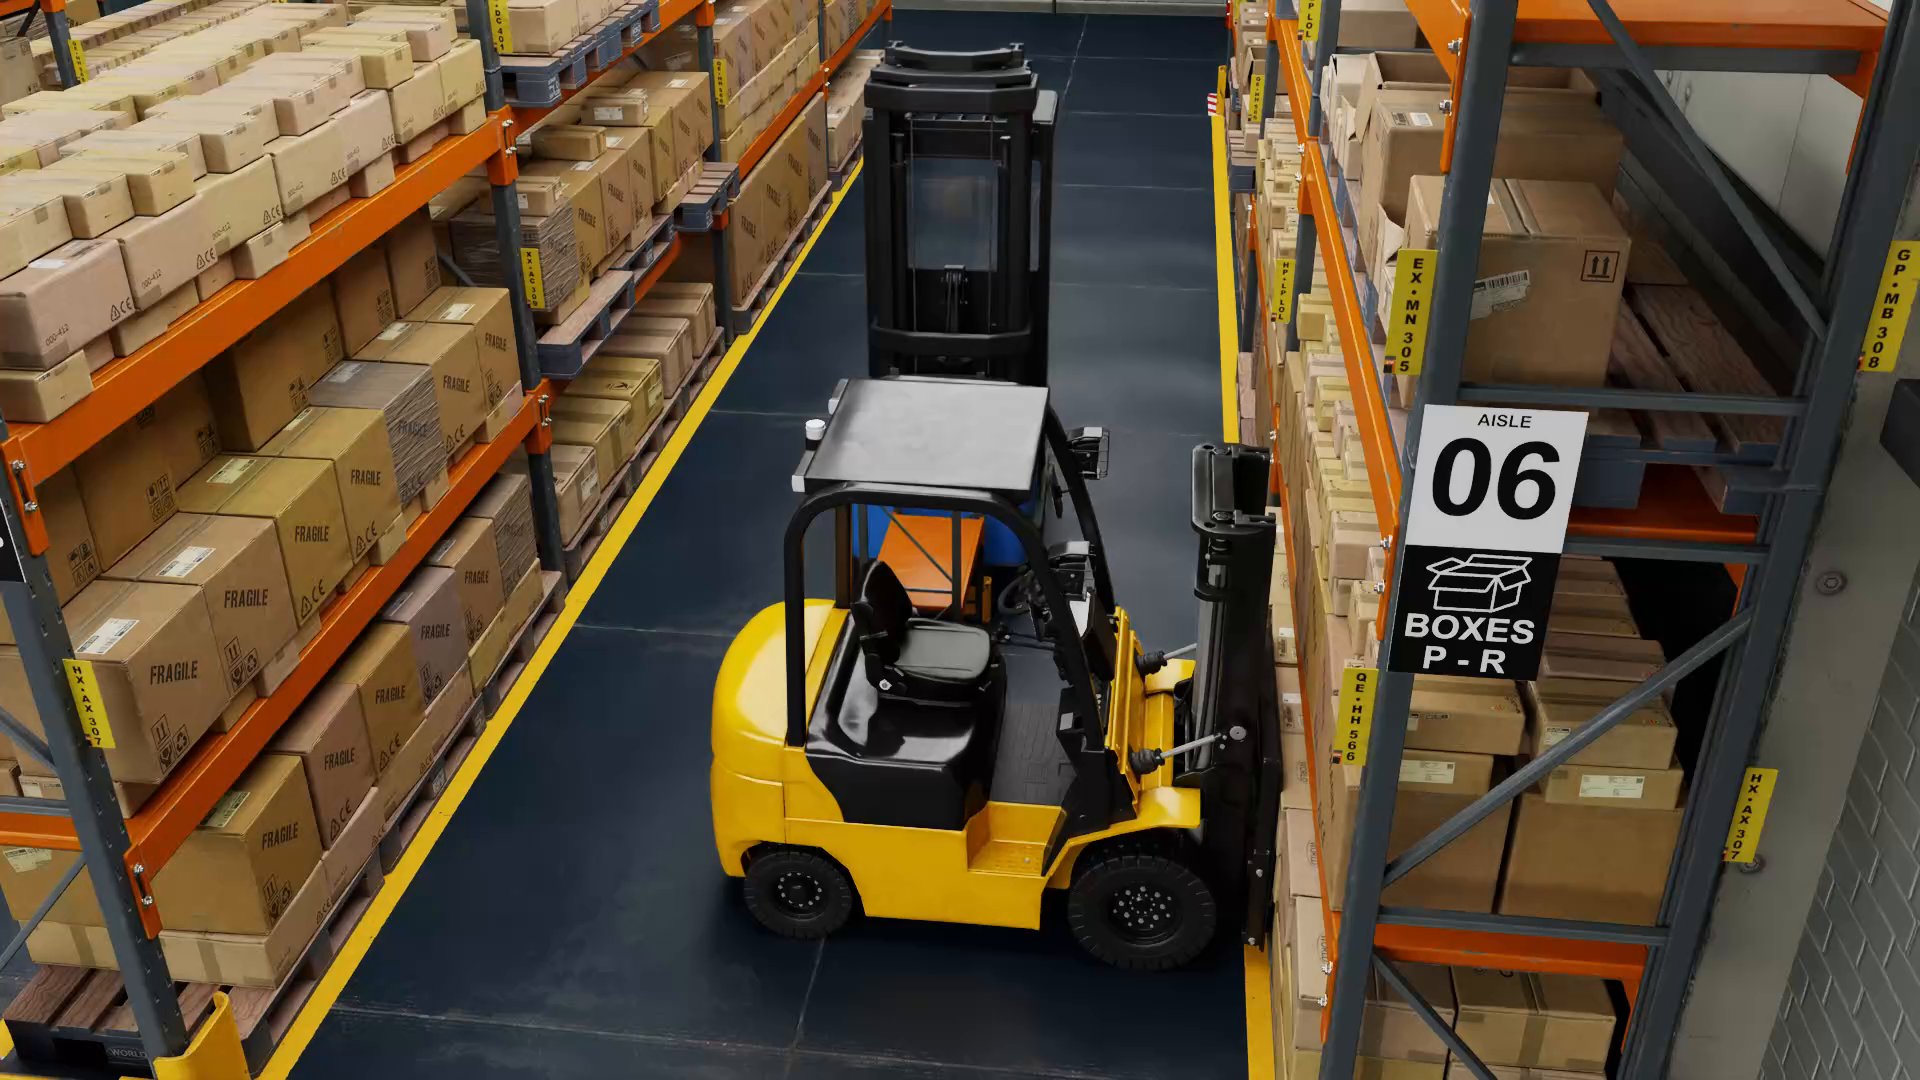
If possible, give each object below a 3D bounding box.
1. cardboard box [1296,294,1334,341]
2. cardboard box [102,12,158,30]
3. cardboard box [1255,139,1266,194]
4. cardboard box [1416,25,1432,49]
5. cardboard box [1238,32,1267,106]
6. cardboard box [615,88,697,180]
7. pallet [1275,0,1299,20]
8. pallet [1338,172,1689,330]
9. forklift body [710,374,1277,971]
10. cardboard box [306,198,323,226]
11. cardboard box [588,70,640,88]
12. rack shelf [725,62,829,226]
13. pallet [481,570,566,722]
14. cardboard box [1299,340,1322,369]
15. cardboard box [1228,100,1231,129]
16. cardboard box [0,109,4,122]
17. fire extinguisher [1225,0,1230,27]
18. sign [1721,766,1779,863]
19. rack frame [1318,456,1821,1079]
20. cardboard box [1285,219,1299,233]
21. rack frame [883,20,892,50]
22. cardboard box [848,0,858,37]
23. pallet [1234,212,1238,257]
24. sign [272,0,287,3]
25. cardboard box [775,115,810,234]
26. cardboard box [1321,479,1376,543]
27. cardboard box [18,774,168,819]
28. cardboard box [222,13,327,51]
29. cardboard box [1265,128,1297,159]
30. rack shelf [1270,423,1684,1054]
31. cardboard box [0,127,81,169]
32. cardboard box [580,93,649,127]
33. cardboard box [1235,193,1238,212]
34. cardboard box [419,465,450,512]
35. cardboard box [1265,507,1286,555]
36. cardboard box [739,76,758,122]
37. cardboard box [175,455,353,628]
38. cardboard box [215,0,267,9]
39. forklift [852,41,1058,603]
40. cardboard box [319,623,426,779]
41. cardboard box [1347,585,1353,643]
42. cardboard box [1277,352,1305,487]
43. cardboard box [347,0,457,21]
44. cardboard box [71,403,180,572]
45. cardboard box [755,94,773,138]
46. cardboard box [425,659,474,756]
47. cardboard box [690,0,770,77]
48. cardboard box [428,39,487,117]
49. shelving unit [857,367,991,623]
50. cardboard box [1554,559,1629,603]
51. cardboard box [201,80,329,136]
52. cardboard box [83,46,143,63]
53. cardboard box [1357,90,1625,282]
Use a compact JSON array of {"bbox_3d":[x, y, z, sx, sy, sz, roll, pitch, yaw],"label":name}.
[{"bbox_3d":[1.810,-1.059,7.949,0.380,0.149,0.250,4,29,7],"label":"cardboard box"},{"bbox_3d":[-7.390,-4.592,14.806,0.380,0.149,0.250,4,29,8],"label":"cardboard box"},{"bbox_3d":[2.312,-2.575,11.497,0.500,0.250,0.500,3,28,6],"label":"cardboard box"},{"bbox_3d":[2.443,-2.558,8.389,0.380,0.149,0.250,3,28,6],"label":"cardboard box"},{"bbox_3d":[2.683,-3.898,13.774,0.700,0.500,0.500,3,28,6],"label":"cardboard box"},{"bbox_3d":[-2.125,-2.786,11.397,0.500,0.500,0.500,3,28,5],"label":"cardboard box"},{"bbox_3d":[2.639,-3.526,10.670,1.213,0.211,1.003,5,29,9],"label":"pallet"},{"bbox_3d":[1.913,-1.037,5.942,1.003,0.211,1.213,3,28,6],"label":"pallet"},{"bbox_3d":[0.075,0.527,7.004,2.313,2.155,1.214,3,28,6],"label":"forklift body"},{"bbox_3d":[-2.803,-1.339,6.675,0.380,0.149,0.250,3,28,6],"label":"cardboard box"},{"bbox_3d":[-2.578,-3.062,11.909,0.500,0.500,0.500,3,28,5],"label":"cardboard box"},{"bbox_3d":[-2.048,-3.525,14.389,1.077,0.370,4.000,3,28,6],"label":"rack shelf"},{"bbox_3d":[-2.830,0.528,9.047,1.003,0.211,1.213,3,28,6],"label":"pallet"},{"bbox_3d":[1.844,-0.926,8.016,0.380,0.149,0.250,3,28,5],"label":"cardboard box"},{"bbox_3d":[3.302,-4.781,18.155,0.700,0.500,0.500,4,29,8],"label":"cardboard box"},{"bbox_3d":[-7.343,-3.176,11.823,0.700,0.500,0.500,3,28,5],"label":"cardboard box"},{"bbox_3d":[3.173,-6.277,19.214,0.296,0.674,0.183,3,28,6],"label":"fire extinguisher"},{"bbox_3d":[2.204,0.771,4.660,0.100,0.325,0.005,3,28,6],"label":"sign"},{"bbox_3d":[1.654,1.152,4.949,1.000,3.000,0.127,3,28,6],"label":"rack frame"},{"bbox_3d":[2.056,-1.720,9.491,0.380,0.149,0.250,3,28,5],"label":"cardboard box"},{"bbox_3d":[-1.313,-6.666,19.461,1.000,3.000,0.127,3,28,6],"label":"rack frame"},{"bbox_3d":[-1.352,-5.503,17.197,0.500,0.500,0.500,4,29,7],"label":"cardboard box"},{"bbox_3d":[3.062,-2.884,15.380,1.003,0.211,1.213,3,28,6],"label":"pallet"},{"bbox_3d":[-3.334,-2.770,8.105,0.100,0.325,0.005,3,28,6],"label":"sign"},{"bbox_3d":[-1.902,-3.311,15.030,0.875,0.875,0.875,4,29,8],"label":"cardboard box"},{"bbox_3d":[1.545,-0.096,6.163,0.380,0.149,0.250,4,29,7],"label":"cardboard box"},{"bbox_3d":[-3.026,0.828,5.815,0.380,0.149,0.250,3,29,6],"label":"cardboard box"},{"bbox_3d":[-3.148,-2.325,7.665,0.380,0.149,0.250,4,29,8],"label":"cardboard box"},{"bbox_3d":[2.271,-2.685,11.281,0.380,0.149,0.250,4,29,7],"label":"cardboard box"},{"bbox_3d":[1.899,0.527,6.867,1.077,0.370,4.000,3,28,6],"label":"rack shelf"},{"bbox_3d":[-3.323,-1.344,5.843,0.380,0.149,0.250,3,28,6],"label":"cardboard box"},{"bbox_3d":[-2.213,-2.759,10.663,0.380,0.149,0.250,2,28,4],"label":"cardboard box"},{"bbox_3d":[2.841,-3.366,15.529,0.500,0.500,0.500,5,29,8],"label":"cardboard box"},{"bbox_3d":[-2.641,-0.259,7.834,0.380,0.149,0.250,3,28,5],"label":"cardboard box"},{"bbox_3d":[1.773,0.064,8.371,0.500,0.250,0.500,3,28,5],"label":"cardboard box"},{"bbox_3d":[-1.921,-3.522,13.256,0.500,0.250,0.500,4,29,7],"label":"cardboard box"},{"bbox_3d":[-2.818,0.000,6.669,0.500,0.500,0.500,3,28,5],"label":"cardboard box"},{"bbox_3d":[-6.649,-4.911,15.398,0.380,0.149,0.250,2,28,5],"label":"cardboard box"},{"bbox_3d":[0.010,-1.605,10.138,1.130,2.935,3.031,3,28,5],"label":"forklift"},{"bbox_3d":[-2.768,0.704,7.446,0.500,0.500,0.500,4,29,7],"label":"cardboard box"},{"bbox_3d":[1.554,0.286,5.767,0.380,0.149,0.250,3,28,6],"label":"cardboard box"},{"bbox_3d":[1.830,-0.581,8.061,0.500,0.500,0.500,3,28,5],"label":"cardboard box"},{"bbox_3d":[-2.855,-2.740,8.727,0.500,0.250,0.500,3,28,5],"label":"cardboard box"},{"bbox_3d":[-3.358,-0.241,6.061,0.700,0.500,0.500,4,29,7],"label":"cardboard box"},{"bbox_3d":[-1.868,-3.539,13.815,0.500,0.250,0.500,4,29,8],"label":"cardboard box"},{"bbox_3d":[-2.711,0.792,8.073,0.500,0.250,0.500,4,29,7],"label":"cardboard box"},{"bbox_3d":[-1.860,-4.079,13.500,0.500,0.500,0.500,4,29,8],"label":"cardboard box"},{"bbox_3d":[-2.570,-2.179,7.813,0.500,0.250,0.500,3,28,6],"label":"cardboard box"},{"bbox_3d":[-0.180,0.005,8.659,0.587,1.500,1.083,3,29,6],"label":"shelving unit"},{"bbox_3d":[2.036,0.184,5.643,0.380,0.149,0.250,4,29,6],"label":"cardboard box"},{"bbox_3d":[-2.700,-1.681,6.470,0.380,0.149,0.250,4,29,7],"label":"cardboard box"},{"bbox_3d":[-6.904,-3.925,13.567,0.380,0.149,0.250,3,28,6],"label":"cardboard box"},{"bbox_3d":[1.691,-1.140,5.388,0.700,0.500,0.500,4,29,7],"label":"cardboard box"}]
